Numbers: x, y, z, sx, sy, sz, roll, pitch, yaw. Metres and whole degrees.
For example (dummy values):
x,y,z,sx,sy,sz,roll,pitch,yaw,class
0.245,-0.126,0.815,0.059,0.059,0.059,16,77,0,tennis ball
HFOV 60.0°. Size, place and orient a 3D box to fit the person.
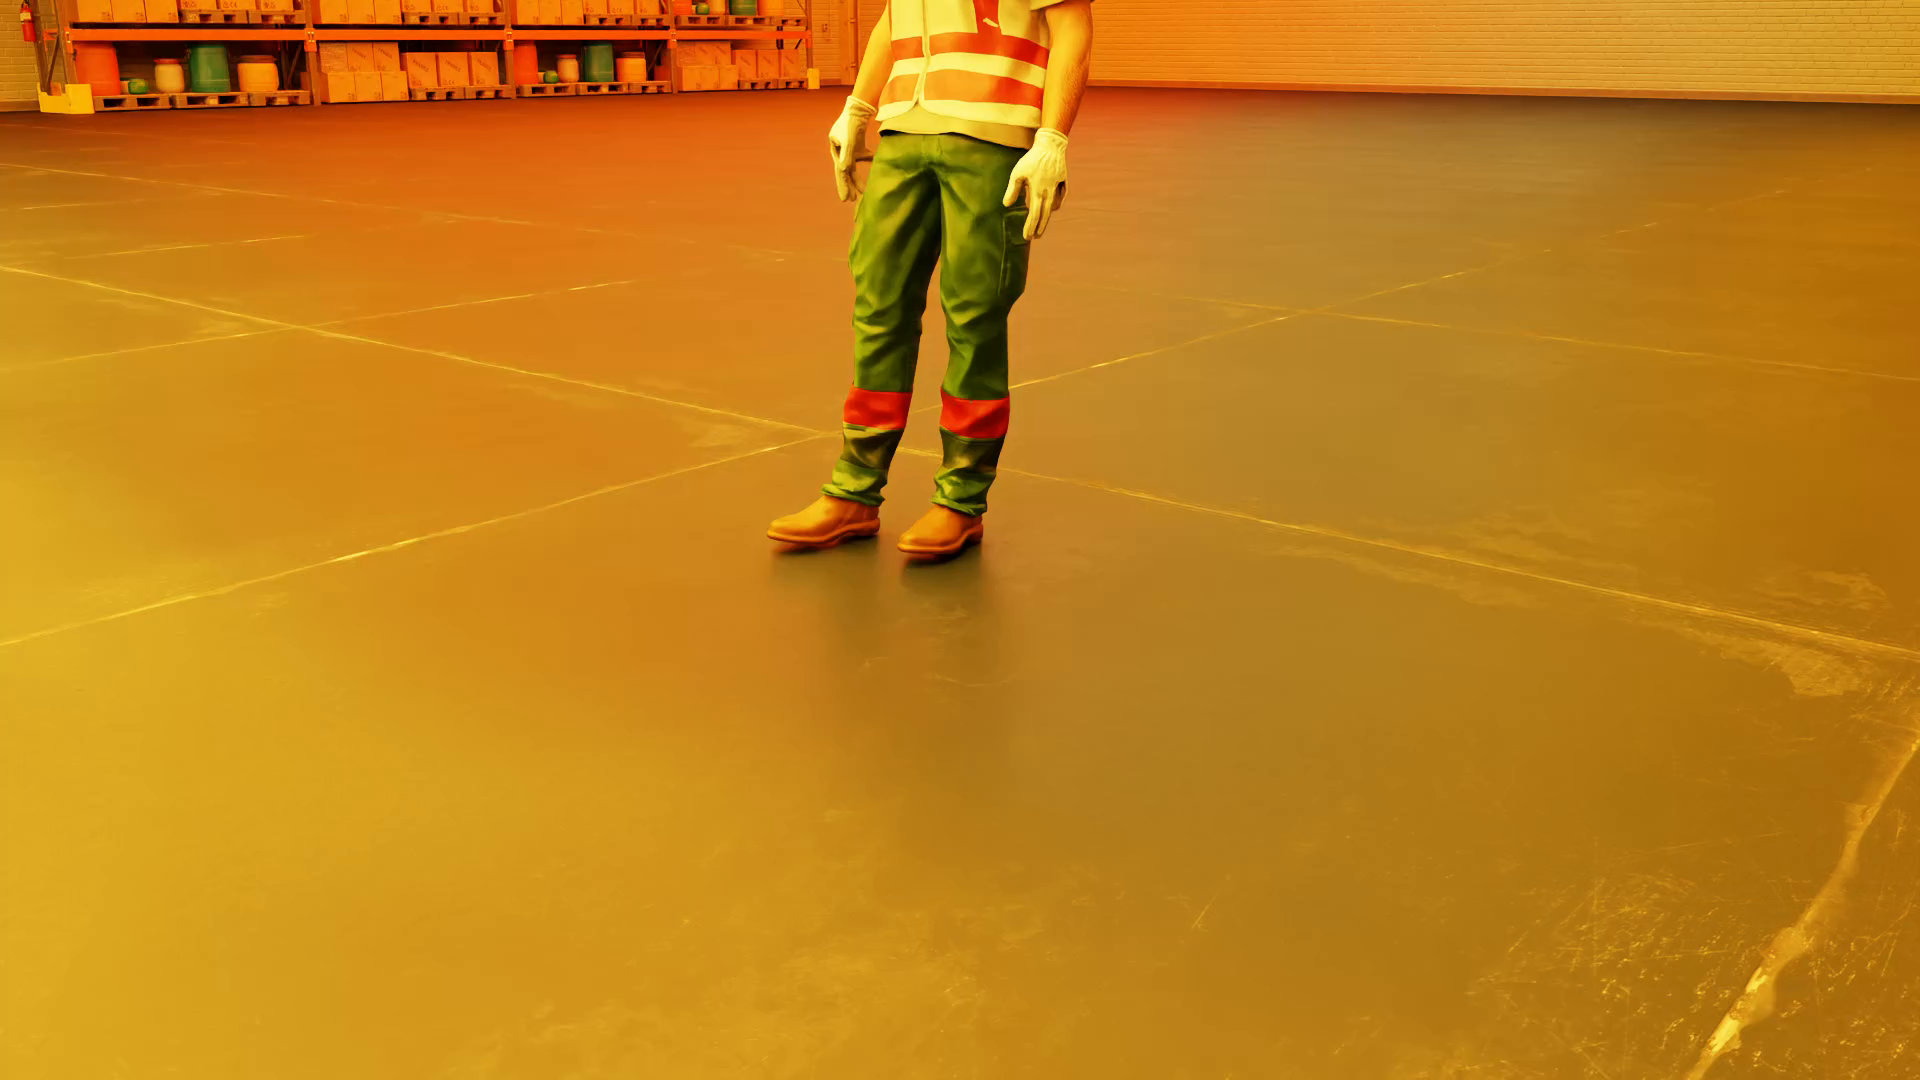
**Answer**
x,y,z,sx,sy,sz,roll,pitch,yaw,class
-0.060,-0.848,3.628,0.637,1.787,0.564,13,21,37,person
